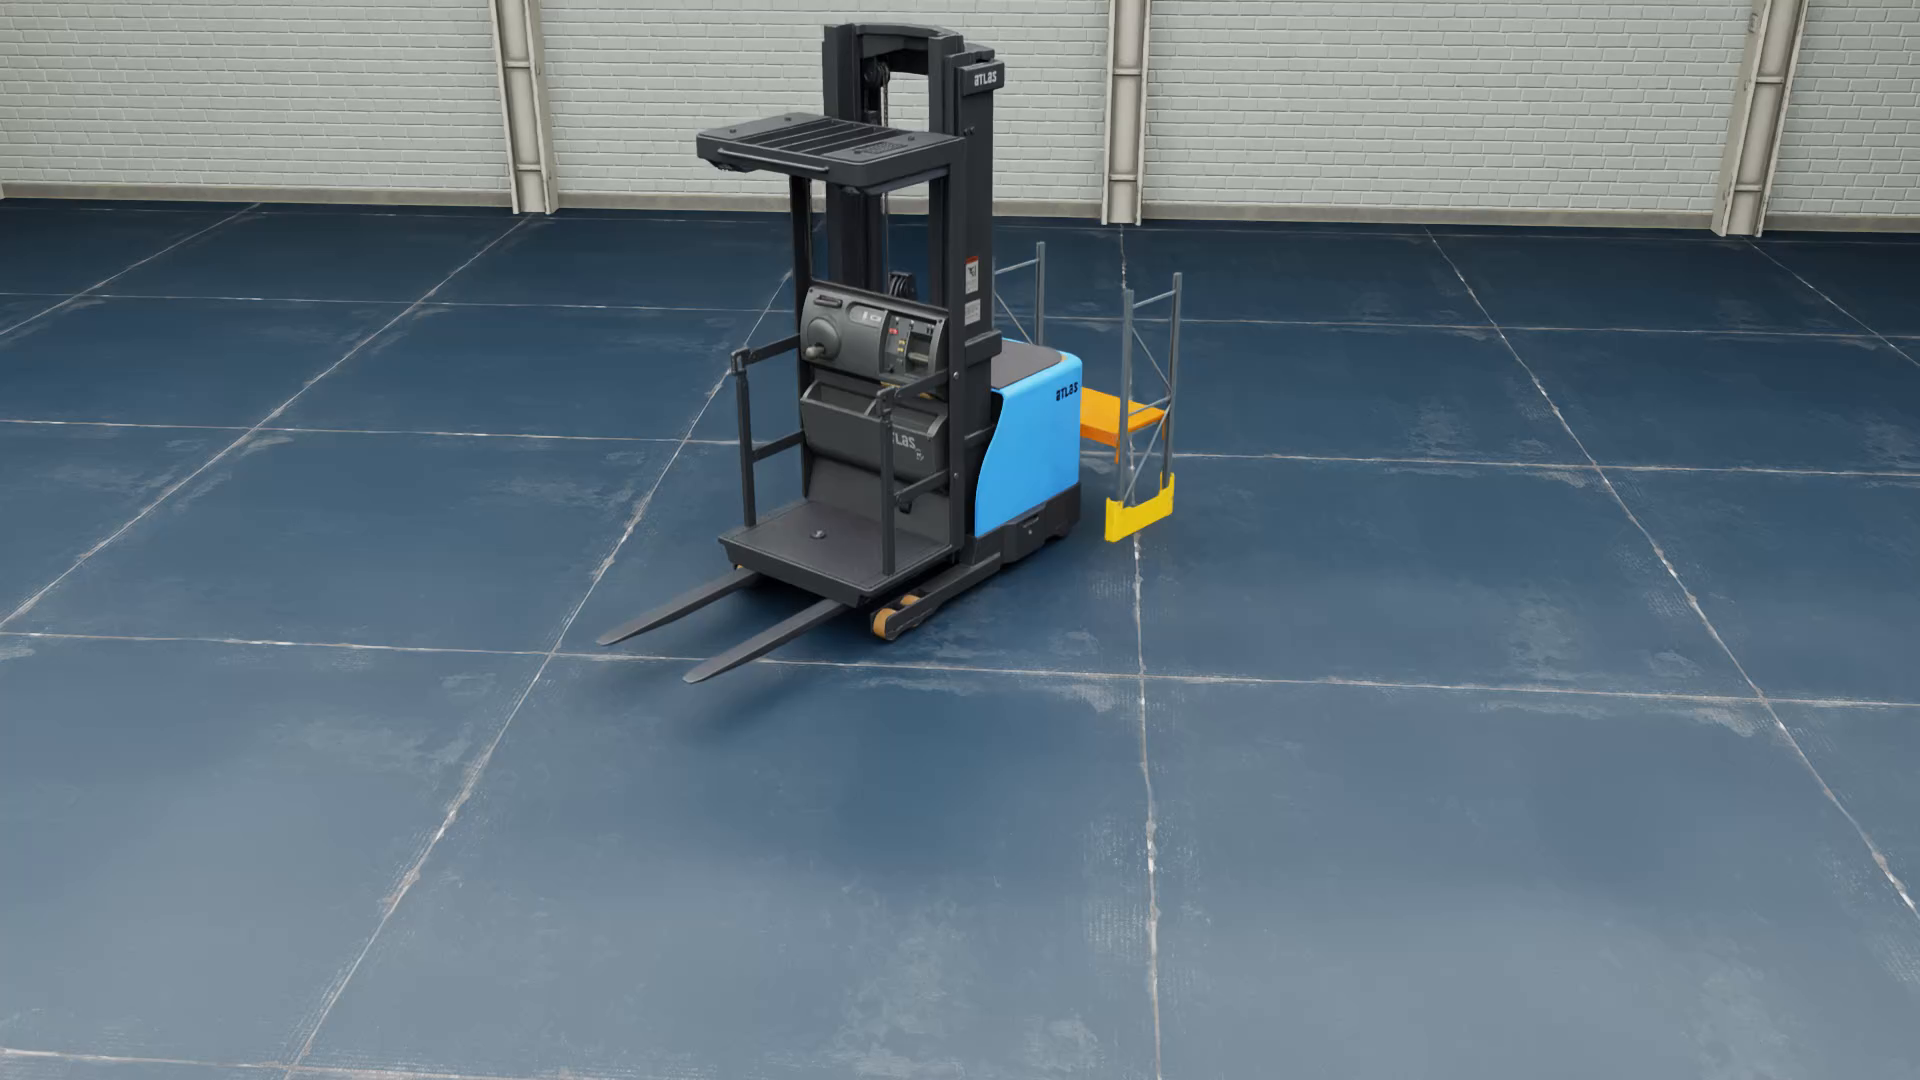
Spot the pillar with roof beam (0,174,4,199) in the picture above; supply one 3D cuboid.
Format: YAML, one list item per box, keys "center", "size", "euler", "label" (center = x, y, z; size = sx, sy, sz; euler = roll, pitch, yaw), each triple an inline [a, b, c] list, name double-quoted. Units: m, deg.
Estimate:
- center: [-10.676, -5.884, 11.772]
  size: [0.400, 9.000, 9.100]
  euler: [2, 25, 4]
  label: "pillar with roof beam"

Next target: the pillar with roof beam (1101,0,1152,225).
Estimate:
- center: [1.289, -5.500, 10.937]
  size: [0.400, 9.000, 9.100]
  euler: [2, 25, 4]
  label: "pillar with roof beam"

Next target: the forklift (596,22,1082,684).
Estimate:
- center: [-0.590, -1.044, 8.512]
  size: [1.130, 2.935, 3.031]
  euler: [18, 30, 34]
  label: "forklift"

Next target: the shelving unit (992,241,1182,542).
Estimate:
- center: [0.704, -0.911, 9.936]
  size: [1.083, 1.500, 0.587]
  euler: [21, 32, 38]
  label: "shelving unit"

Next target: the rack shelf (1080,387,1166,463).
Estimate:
- center: [0.711, -0.745, 10.005]
  size: [1.000, 0.185, 0.538]
  euler: [21, 32, 38]
  label: "rack shelf"

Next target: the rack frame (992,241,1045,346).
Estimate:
- center: [0.336, -1.052, 10.242]
  size: [0.032, 1.500, 0.500]
  euler: [21, 32, 38]
  label: "rack frame"

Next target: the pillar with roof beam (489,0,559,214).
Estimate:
- center: [-4.694, -5.692, 11.354]
  size: [0.400, 9.000, 9.100]
  euler: [2, 25, 4]
  label: "pillar with roof beam"

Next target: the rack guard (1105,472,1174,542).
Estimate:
- center: [1.071, -0.203, 9.891]
  size: [0.087, 0.250, 0.587]
  euler: [21, 32, 38]
  label: "rack guard"

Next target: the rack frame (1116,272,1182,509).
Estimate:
- center: [1.086, -0.765, 9.618]
  size: [0.032, 1.500, 0.500]
  euler: [21, 32, 38]
  label: "rack frame"

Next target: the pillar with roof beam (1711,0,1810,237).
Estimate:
- center: [7.271, -5.308, 10.520]
  size: [0.400, 9.000, 9.100]
  euler: [2, 25, 4]
  label: "pillar with roof beam"
